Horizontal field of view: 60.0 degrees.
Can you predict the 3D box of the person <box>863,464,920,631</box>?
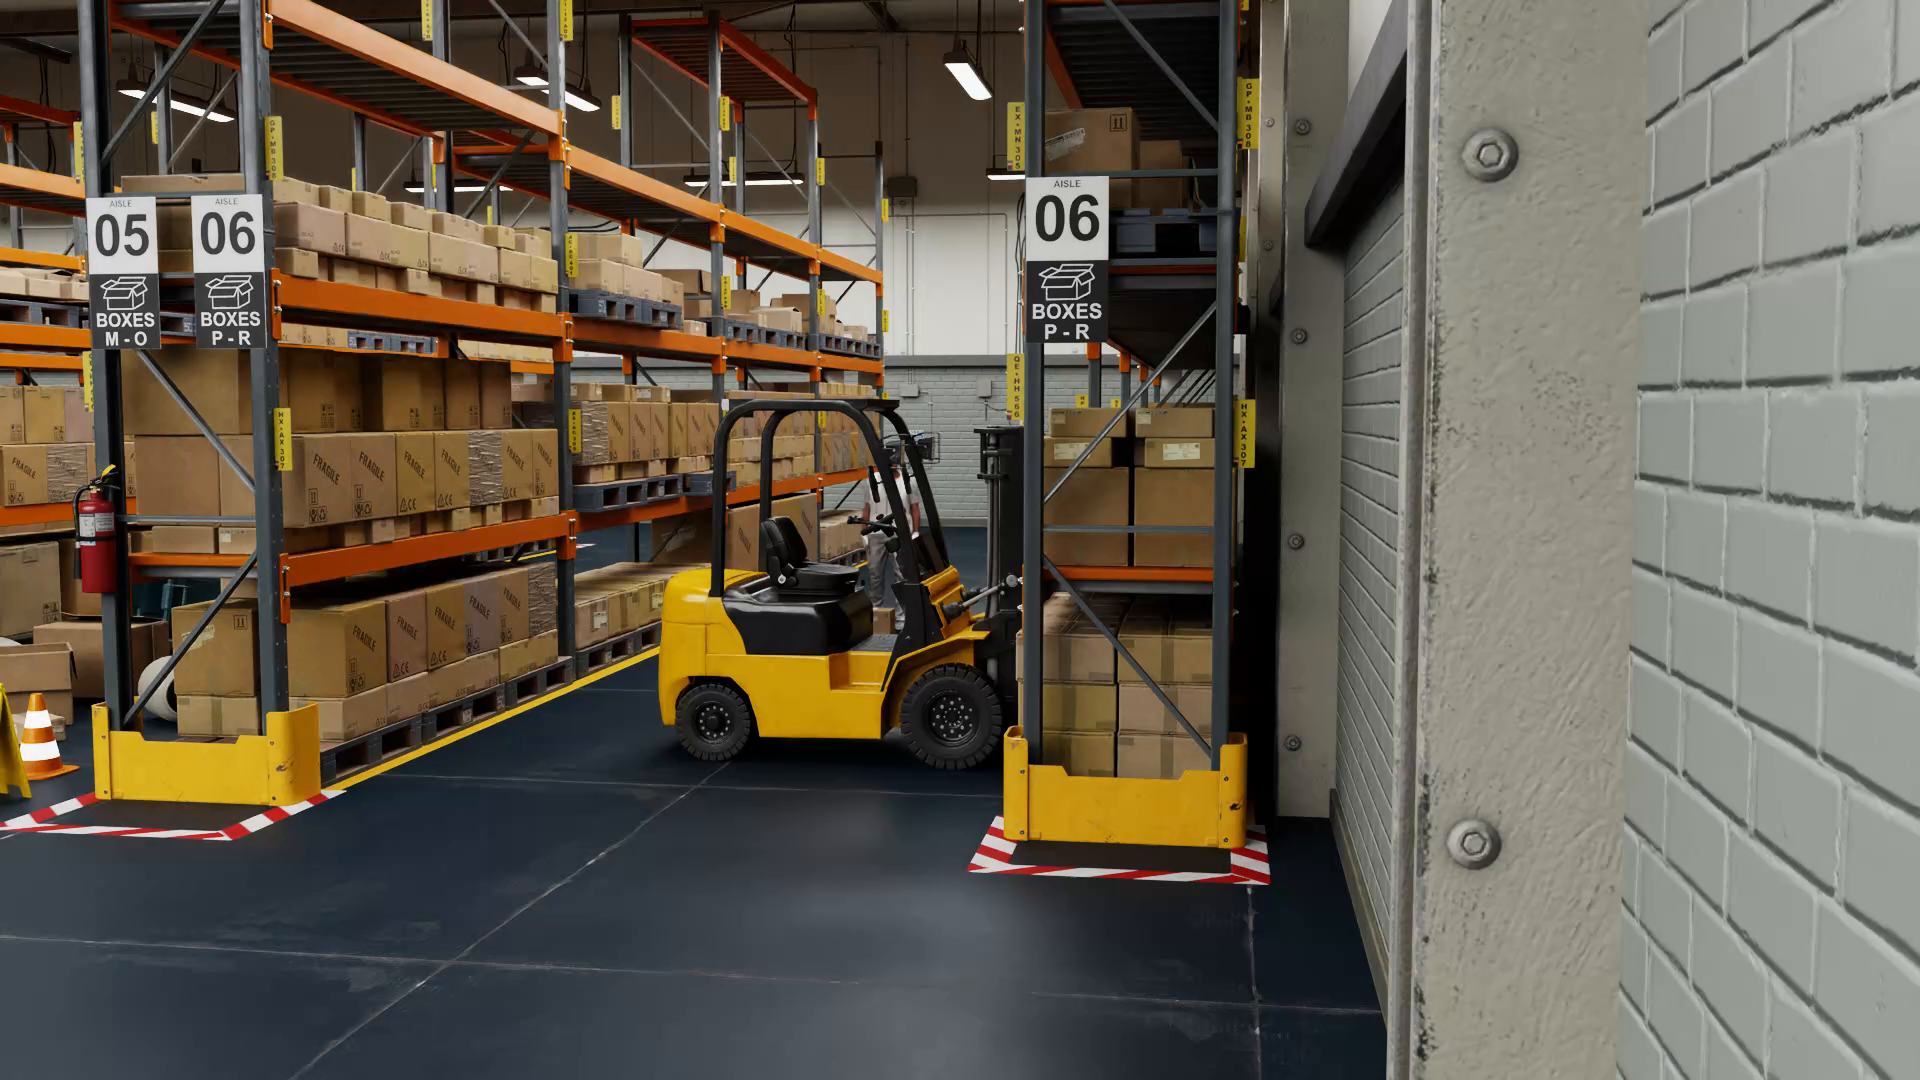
[{"bbox_3d":[-0.665,-0.016,15.830,0.558,1.816,0.482,1,4,10],"label":"person"}]
